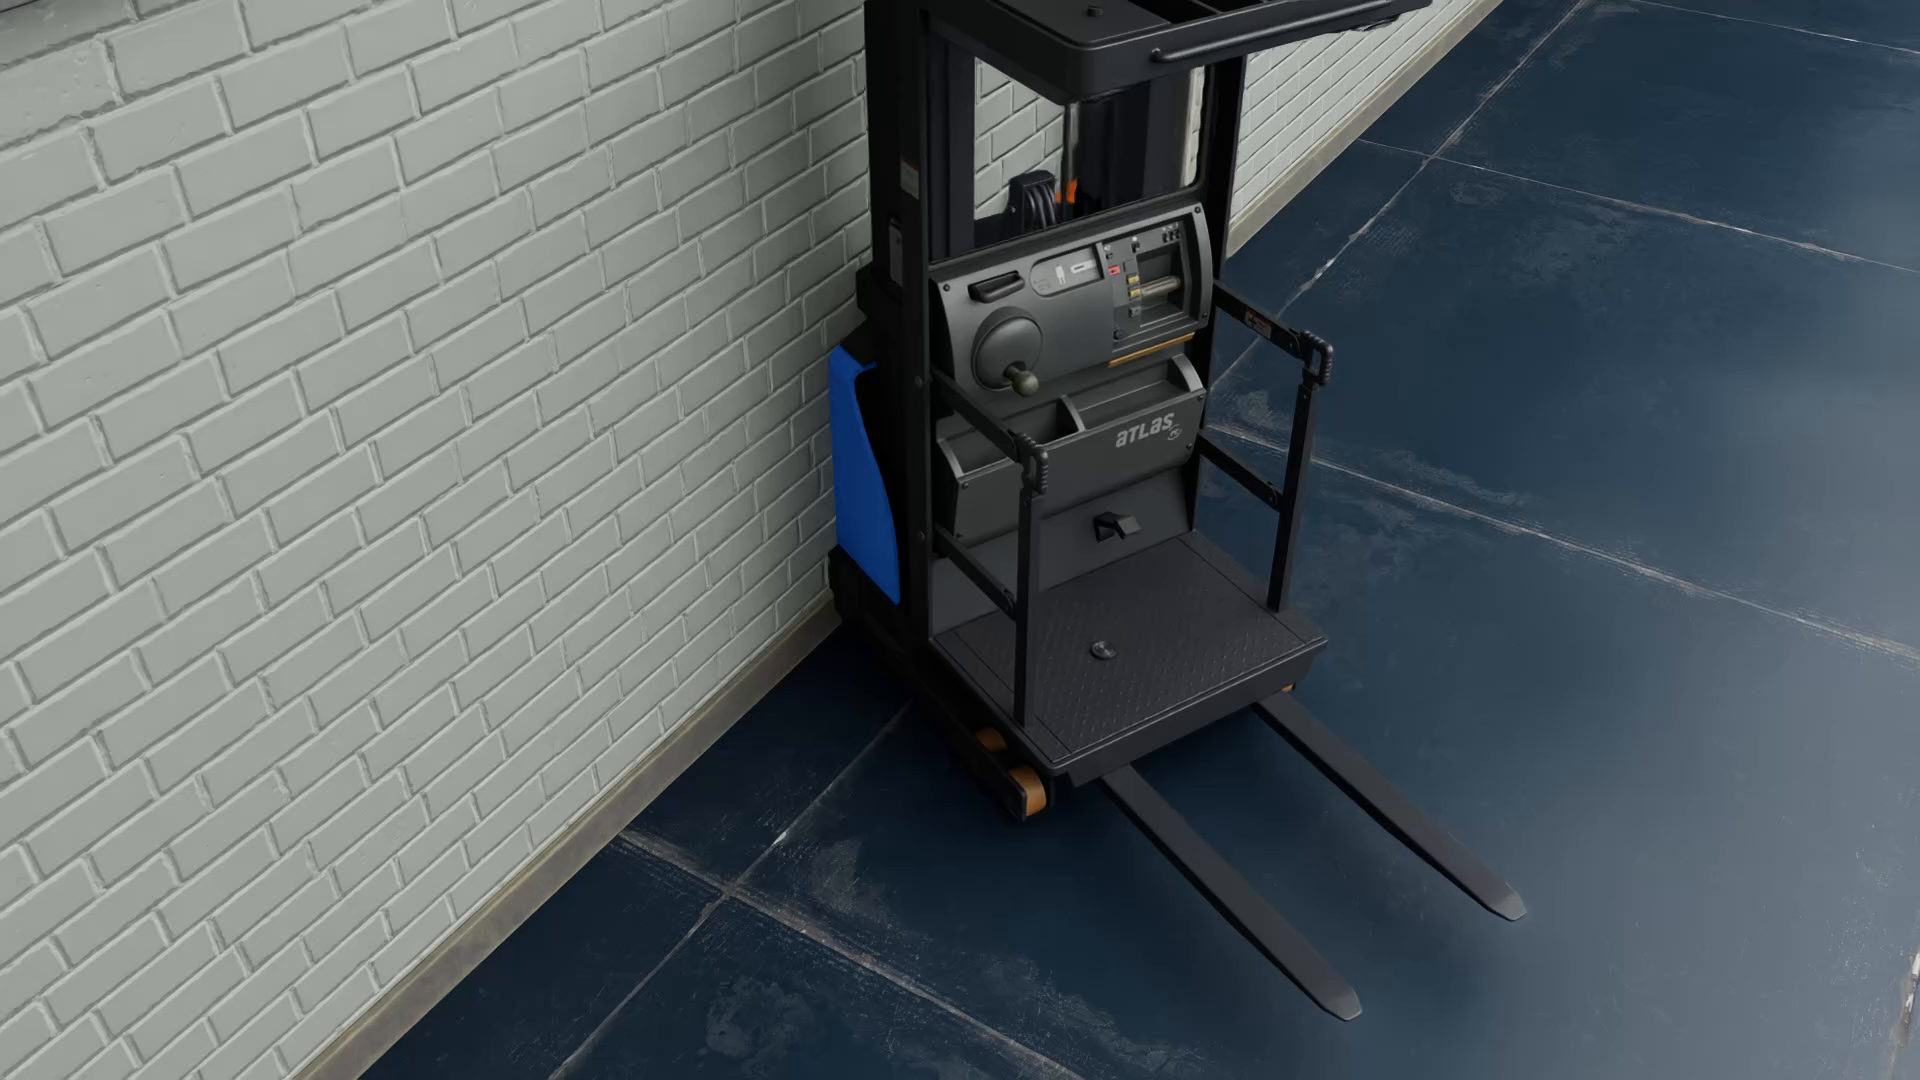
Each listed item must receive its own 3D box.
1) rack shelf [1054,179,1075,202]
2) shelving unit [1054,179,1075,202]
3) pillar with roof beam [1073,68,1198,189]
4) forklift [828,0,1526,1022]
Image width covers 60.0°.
[{"bbox_3d":[0.418,-1.164,6.128,0.258,0.148,0.480,20,42,26],"label":"rack shelf"},{"bbox_3d":[0.427,-0.849,6.364,0.258,1.200,0.503,20,42,26],"label":"shelving unit"},{"bbox_3d":[4.296,-2.768,2.469,9.100,9.000,0.400,21,42,25],"label":"pillar with roof beam"},{"bbox_3d":[0.464,-0.634,4.672,1.130,2.935,3.031,-21,42,-25],"label":"forklift"}]
